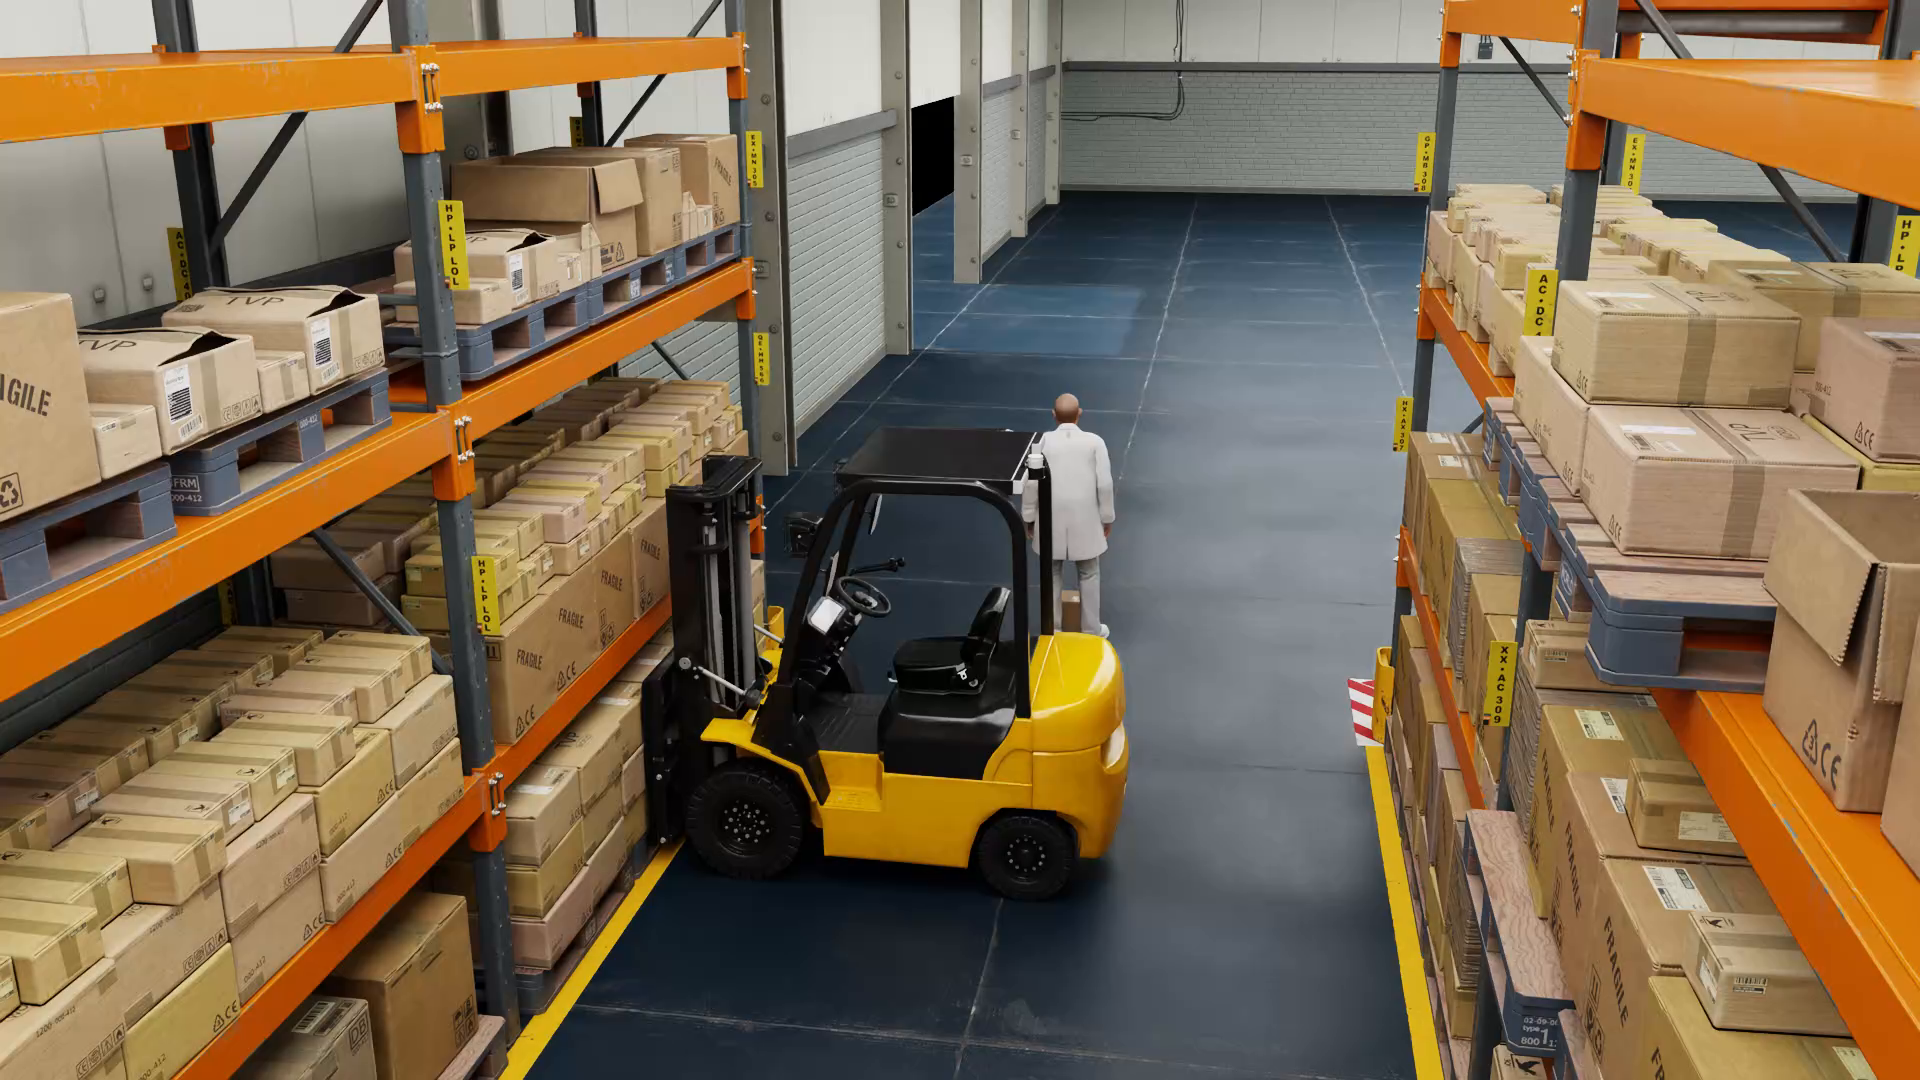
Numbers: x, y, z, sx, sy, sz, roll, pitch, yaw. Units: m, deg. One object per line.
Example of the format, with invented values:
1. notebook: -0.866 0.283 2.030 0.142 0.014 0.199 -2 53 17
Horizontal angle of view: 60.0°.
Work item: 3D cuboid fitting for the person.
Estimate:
1. person: 0.742 -0.132 11.493 0.653 1.774 0.424 2 18 6
